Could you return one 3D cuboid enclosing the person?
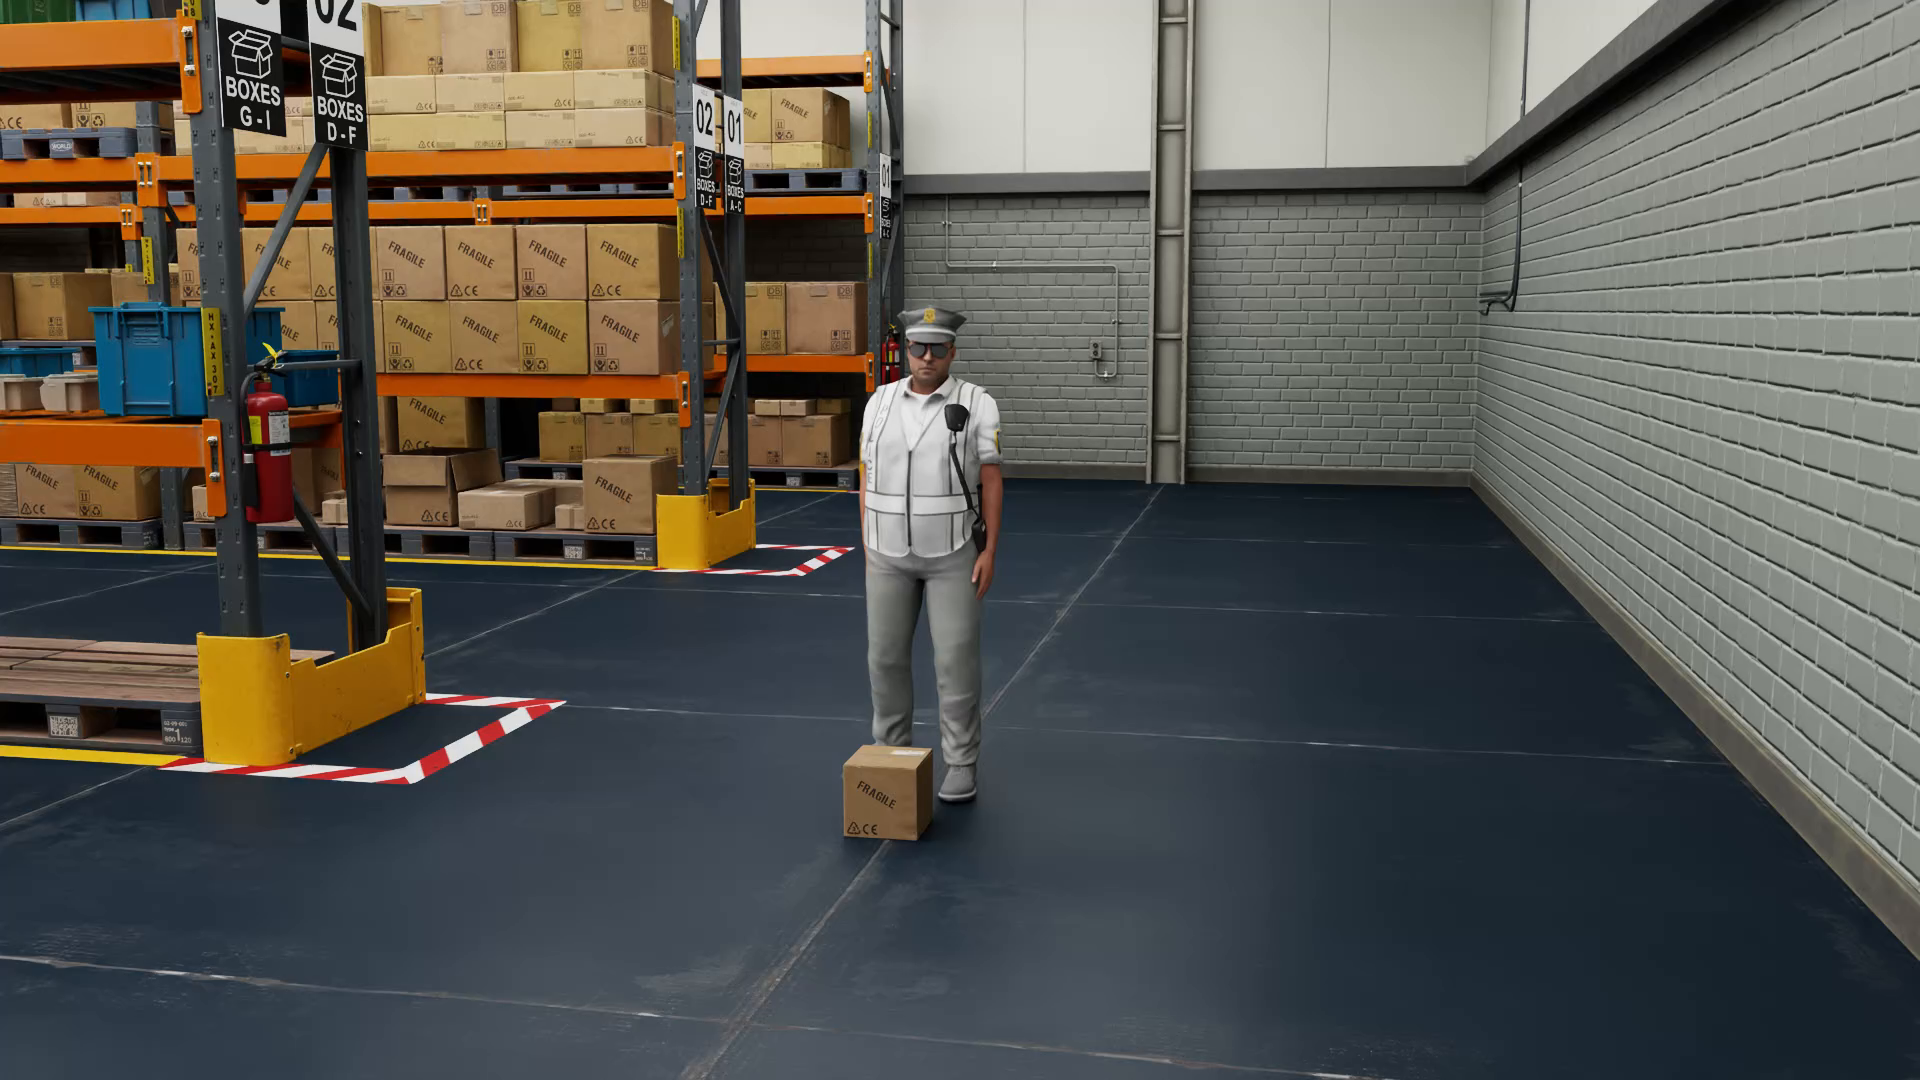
[{"bbox_3d":[-0.110,0.057,5.973,0.529,1.755,0.392,2,8,12],"label":"person"}]
